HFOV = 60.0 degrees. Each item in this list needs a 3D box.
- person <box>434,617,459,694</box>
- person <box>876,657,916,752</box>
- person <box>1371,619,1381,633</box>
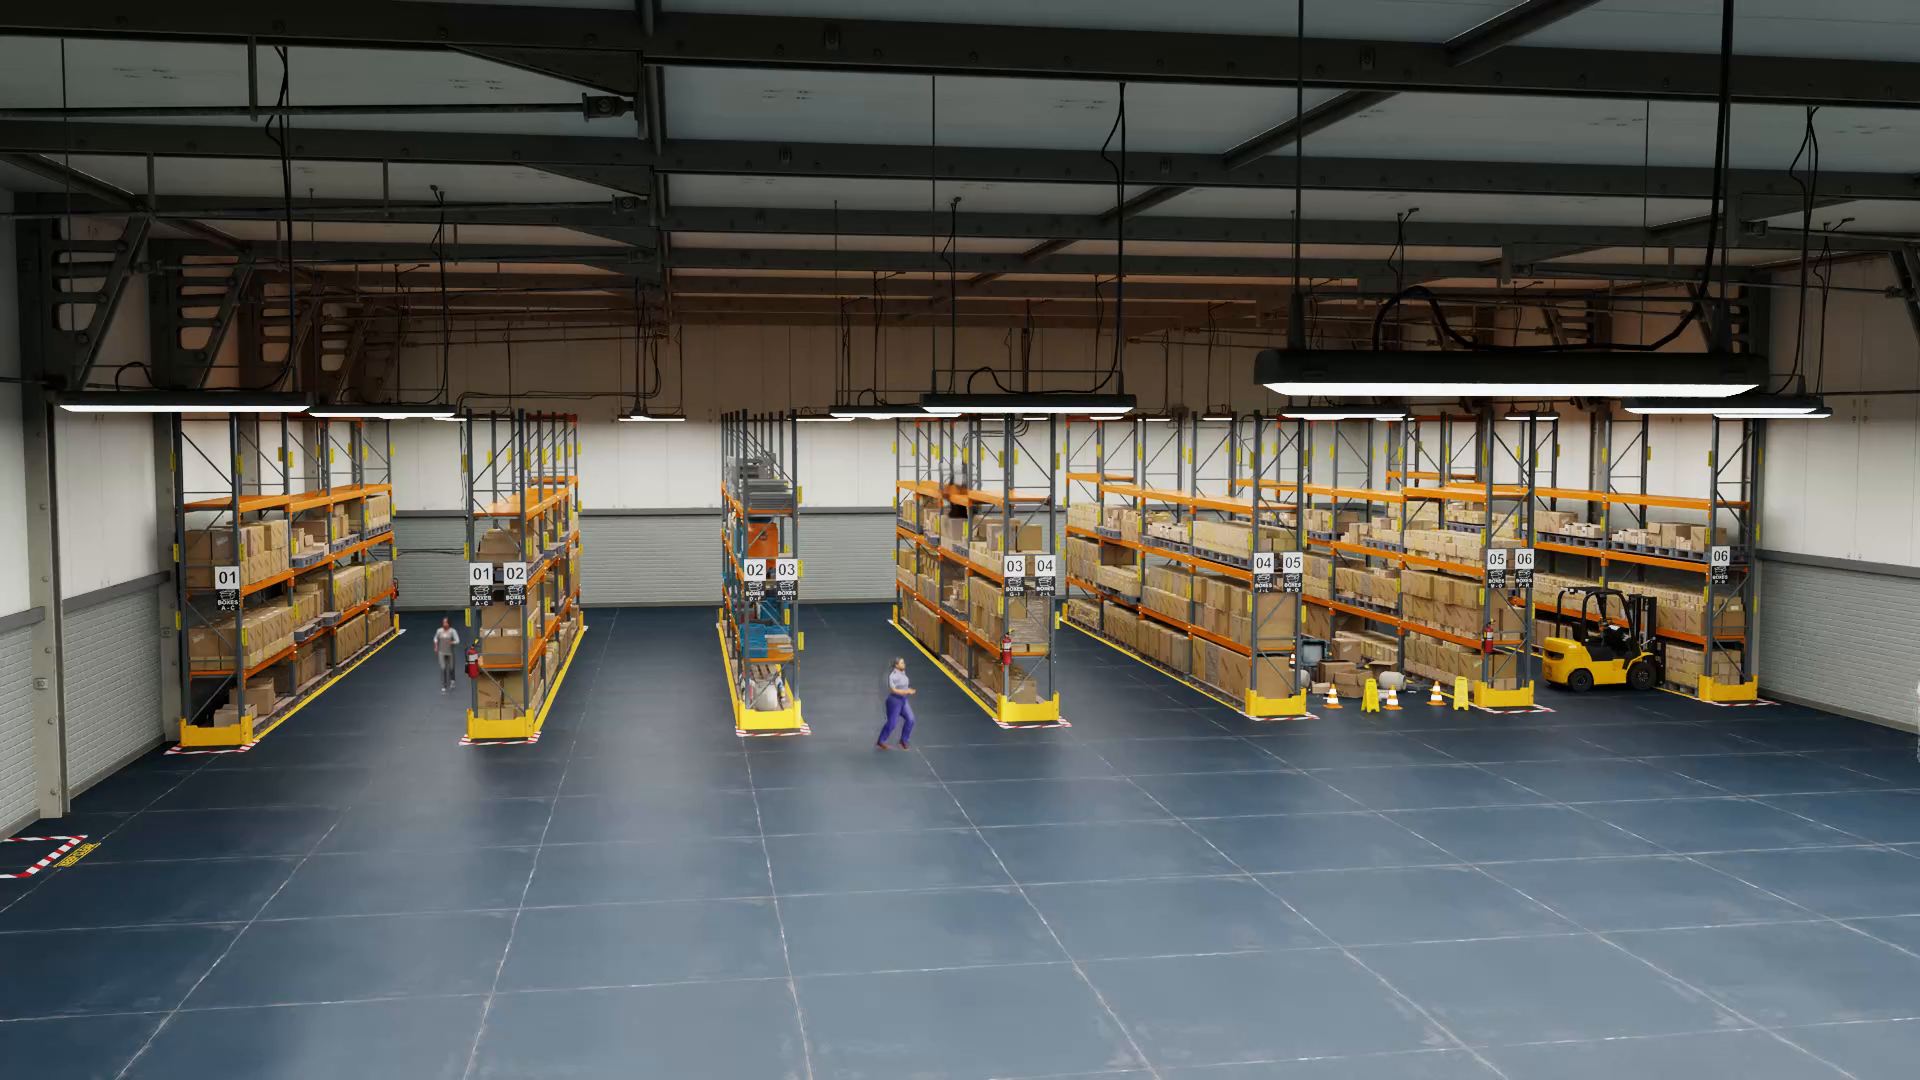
[{"bbox_3d":[-10.925,2.437,35.396,0.537,1.585,0.893,-1,4,-11],"label":"person"},{"bbox_3d":[-1.094,2.897,29.043,0.739,1.704,0.613,2,4,23],"label":"person"},{"bbox_3d":[10.969,1.755,44.619,0.662,1.768,0.908,-1,4,-8],"label":"person"}]
